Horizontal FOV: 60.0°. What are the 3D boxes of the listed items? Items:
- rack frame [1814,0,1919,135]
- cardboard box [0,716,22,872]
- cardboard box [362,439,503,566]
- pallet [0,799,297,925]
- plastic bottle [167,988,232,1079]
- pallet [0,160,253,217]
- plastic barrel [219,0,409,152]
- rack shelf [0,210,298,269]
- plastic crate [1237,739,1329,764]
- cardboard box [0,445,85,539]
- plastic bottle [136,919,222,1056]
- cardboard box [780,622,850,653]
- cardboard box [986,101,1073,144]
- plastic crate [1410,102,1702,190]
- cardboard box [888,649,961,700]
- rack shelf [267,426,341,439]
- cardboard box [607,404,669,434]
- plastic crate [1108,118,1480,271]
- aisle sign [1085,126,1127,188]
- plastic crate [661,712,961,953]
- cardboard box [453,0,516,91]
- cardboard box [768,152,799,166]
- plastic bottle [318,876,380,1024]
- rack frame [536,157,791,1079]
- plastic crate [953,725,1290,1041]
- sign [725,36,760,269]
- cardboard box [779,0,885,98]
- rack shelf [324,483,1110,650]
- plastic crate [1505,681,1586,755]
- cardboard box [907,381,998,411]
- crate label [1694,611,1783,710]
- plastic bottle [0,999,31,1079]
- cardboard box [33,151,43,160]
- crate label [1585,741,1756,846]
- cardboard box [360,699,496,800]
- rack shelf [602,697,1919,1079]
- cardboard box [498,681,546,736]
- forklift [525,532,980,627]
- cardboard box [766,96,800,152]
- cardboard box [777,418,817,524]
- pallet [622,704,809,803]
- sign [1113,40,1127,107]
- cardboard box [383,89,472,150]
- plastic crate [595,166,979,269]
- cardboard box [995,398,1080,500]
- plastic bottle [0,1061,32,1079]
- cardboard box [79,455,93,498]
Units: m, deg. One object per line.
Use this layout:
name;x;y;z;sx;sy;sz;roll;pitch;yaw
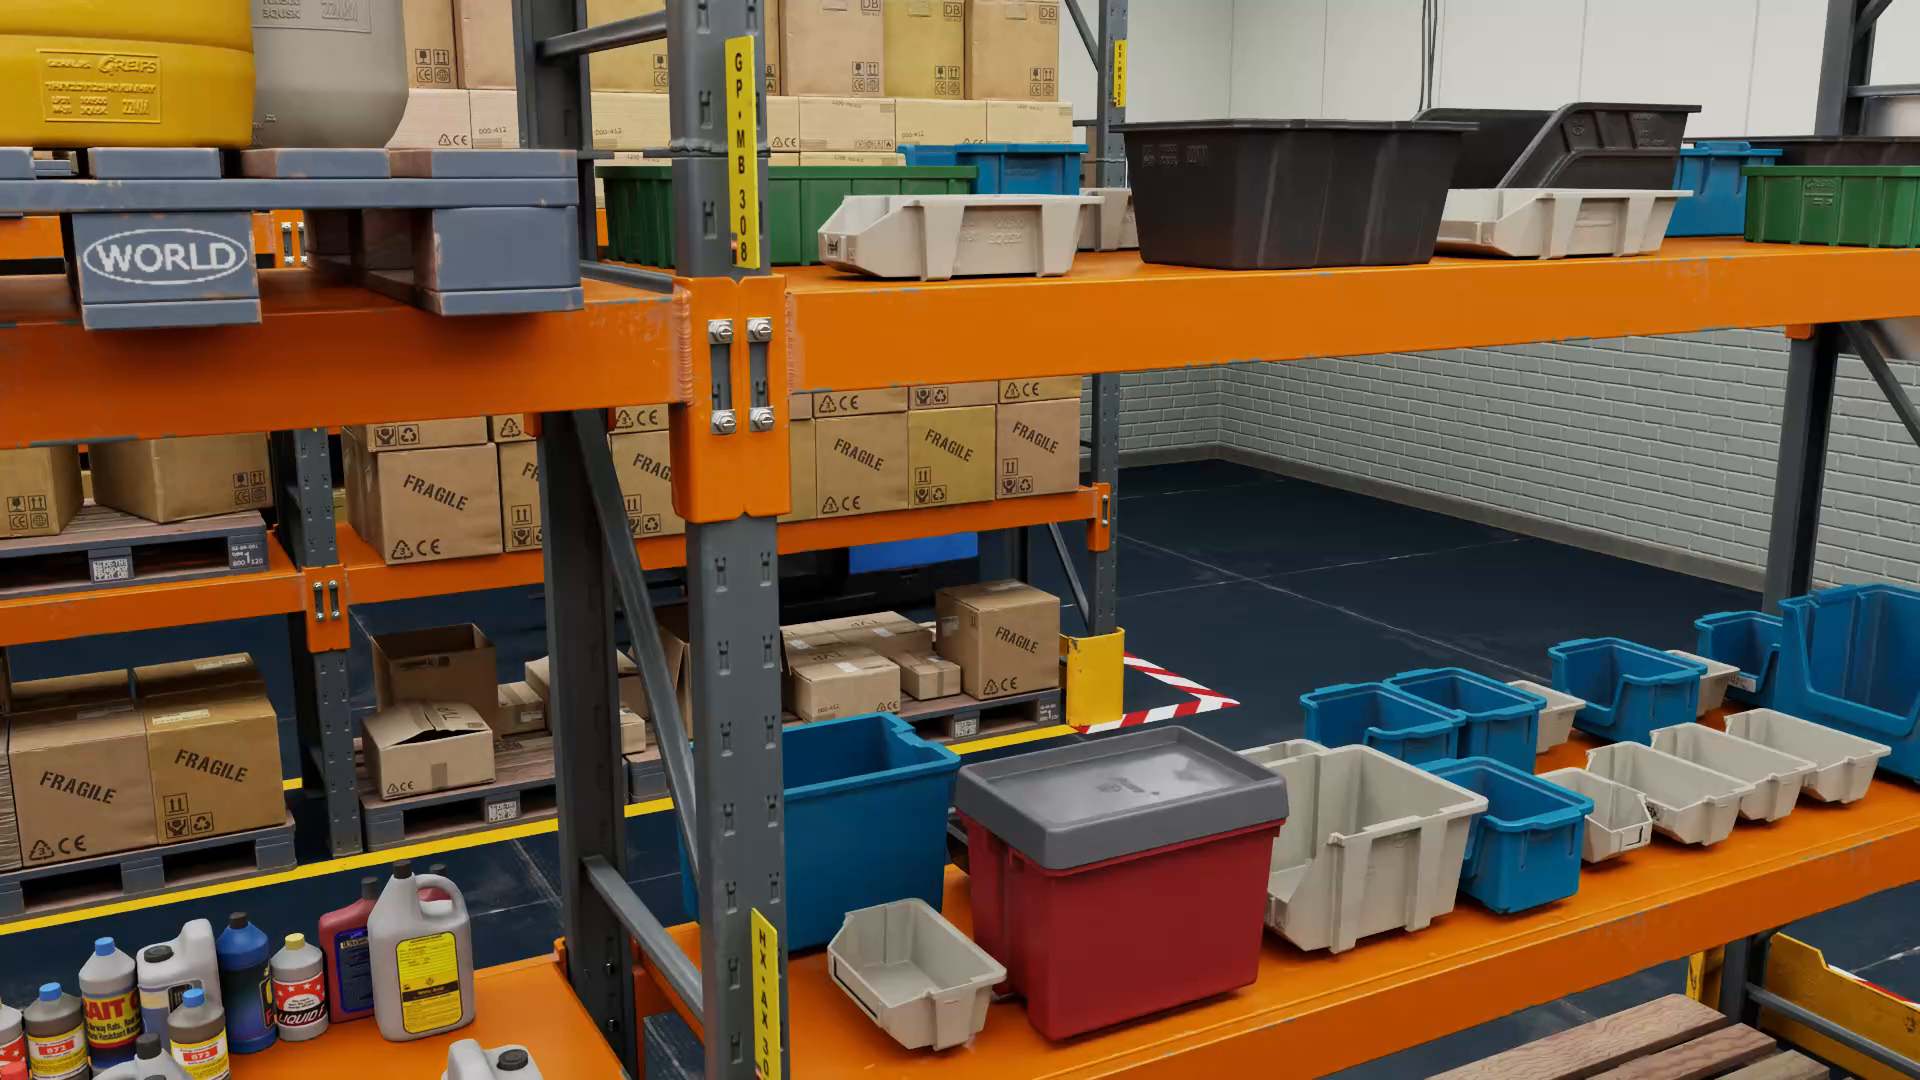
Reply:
rack frame;2.932;-2.548;4.434;0.127;3.000;1.000;-7;14;-28
cardboard box;-4.123;1.060;6.759;0.500;0.500;0.500;-7;14;-27
cardboard box;-2.371;-0.205;7.460;0.500;0.500;0.500;-6;14;-26
pallet;-3.645;1.298;7.360;1.213;0.211;1.003;-7;14;-28
plastic bottle;-1.413;0.933;3.086;0.097;0.201;0.097;0;13;0
pallet;-3.555;-1.472;6.913;1.003;0.211;1.213;-7;14;-28
plastic barrel;-1.161;-0.928;2.801;0.433;0.535;0.433;0;13;0
rack shelf;-4.704;-1.057;6.281;4.000;0.370;1.077;-7;14;-28
plastic crate;0.806;0.658;4.317;0.466;0.136;0.293;-7;14;-28
cardboard box;-4.045;-0.317;7.004;0.500;0.500;0.700;-4;13;-19
plastic bottle;-1.489;0.874;3.176;0.135;0.276;0.152;-7;14;-28
cardboard box;-0.929;0.659;9.111;0.500;0.250;0.500;-7;14;-28
cardboard box;0.233;-2.107;8.510;0.500;0.250;0.500;-7;14;-28
plastic crate;1.460;-0.946;4.292;0.767;0.338;0.504;-7;14;-28
cardboard box;-0.196;0.722;9.022;0.250;0.166;0.380;-7;14;-28
rack shelf;-3.570;-0.969;12.721;4.000;0.370;1.077;-7;14;-28
cardboard box;-1.496;-0.795;7.807;0.500;0.500;0.500;-7;15;-30
plastic crate;0.643;-0.678;3.254;0.590;0.269;0.497;-7;14;-28
aisle sign;0.769;-1.792;8.820;0.004;0.787;0.394;-7;14;-28
plastic crate;-0.332;0.664;3.729;0.575;0.384;0.392;-7;14;-28
cardboard box;-2.033;-2.239;7.389;0.500;0.500;0.700;-7;14;-28
cardboard box;-1.086;-1.706;7.868;0.500;0.250;0.500;-7;14;-28
plastic bottle;-1.222;0.827;3.367;0.133;0.283;0.061;-7;14;-28
rack frame;-0.579;0.800;3.223;0.127;3.000;1.000;-7;14;-28
plastic crate;0.325;0.694;3.412;0.583;0.464;0.402;-7;14;-28
sign;-0.317;-0.562;2.421;0.005;0.325;0.100;-7;14;-28
cardboard box;-0.748;-2.409;8.145;0.500;0.500;0.700;-7;14;-28
rack shelf;-1.193;-0.015;8.480;4.000;0.370;1.077;-7;14;-28
plastic crate;1.641;0.530;4.886;0.298;0.136;0.250;-7;14;-28
cardboard box;-0.140;-0.959;8.535;0.500;0.500;0.500;-6;14;-26
crate label;2.558;0.394;5.271;0.303;0.233;0.416;-7;14;-28
plastic bottle;-1.774;0.938;3.062;0.097;0.201;0.097;0;13;0
cardboard box;-4.002;-1.807;6.565;0.600;0.600;0.600;-7;14;-28
crate label;1.809;0.661;4.305;0.243;0.136;0.396;-7;14;-28
cardboard box;-2.477;0.940;7.724;0.500;0.311;0.500;-7;14;-28
rack shelf;1.177;0.940;4.237;4.000;0.370;1.077;-7;14;-28
cardboard box;-2.284;0.855;8.467;0.250;0.149;0.380;-7;14;-28
forklift;-1.392;-0.946;11.135;3.031;2.935;1.130;-7;15;-30
cardboard box;-1.082;-1.948;7.806;0.500;0.250;0.500;-7;14;-28
cardboard box;-1.037;-0.365;8.173;0.500;0.500;0.500;-7;14;-29
pallet;-1.273;1.004;8.667;1.213;0.211;1.003;-7;14;-28
sign;0.810;-2.362;8.425;0.005;0.325;0.100;-7;14;-28
cardboard box;-2.403;-1.793;7.113;0.500;0.250;0.500;-7;14;-28
plastic crate;-0.352;-0.663;3.374;0.662;0.188;0.450;-7;14;-28
cardboard box;0.299;-0.525;8.883;0.500;0.500;0.500;-6;14;-26
plastic bottle;-1.460;0.975;2.556;0.185;0.351;0.144;-7;14;-28
cardboard box;-5.834;-0.172;11.481;0.750;0.750;0.750;-7;14;-27
